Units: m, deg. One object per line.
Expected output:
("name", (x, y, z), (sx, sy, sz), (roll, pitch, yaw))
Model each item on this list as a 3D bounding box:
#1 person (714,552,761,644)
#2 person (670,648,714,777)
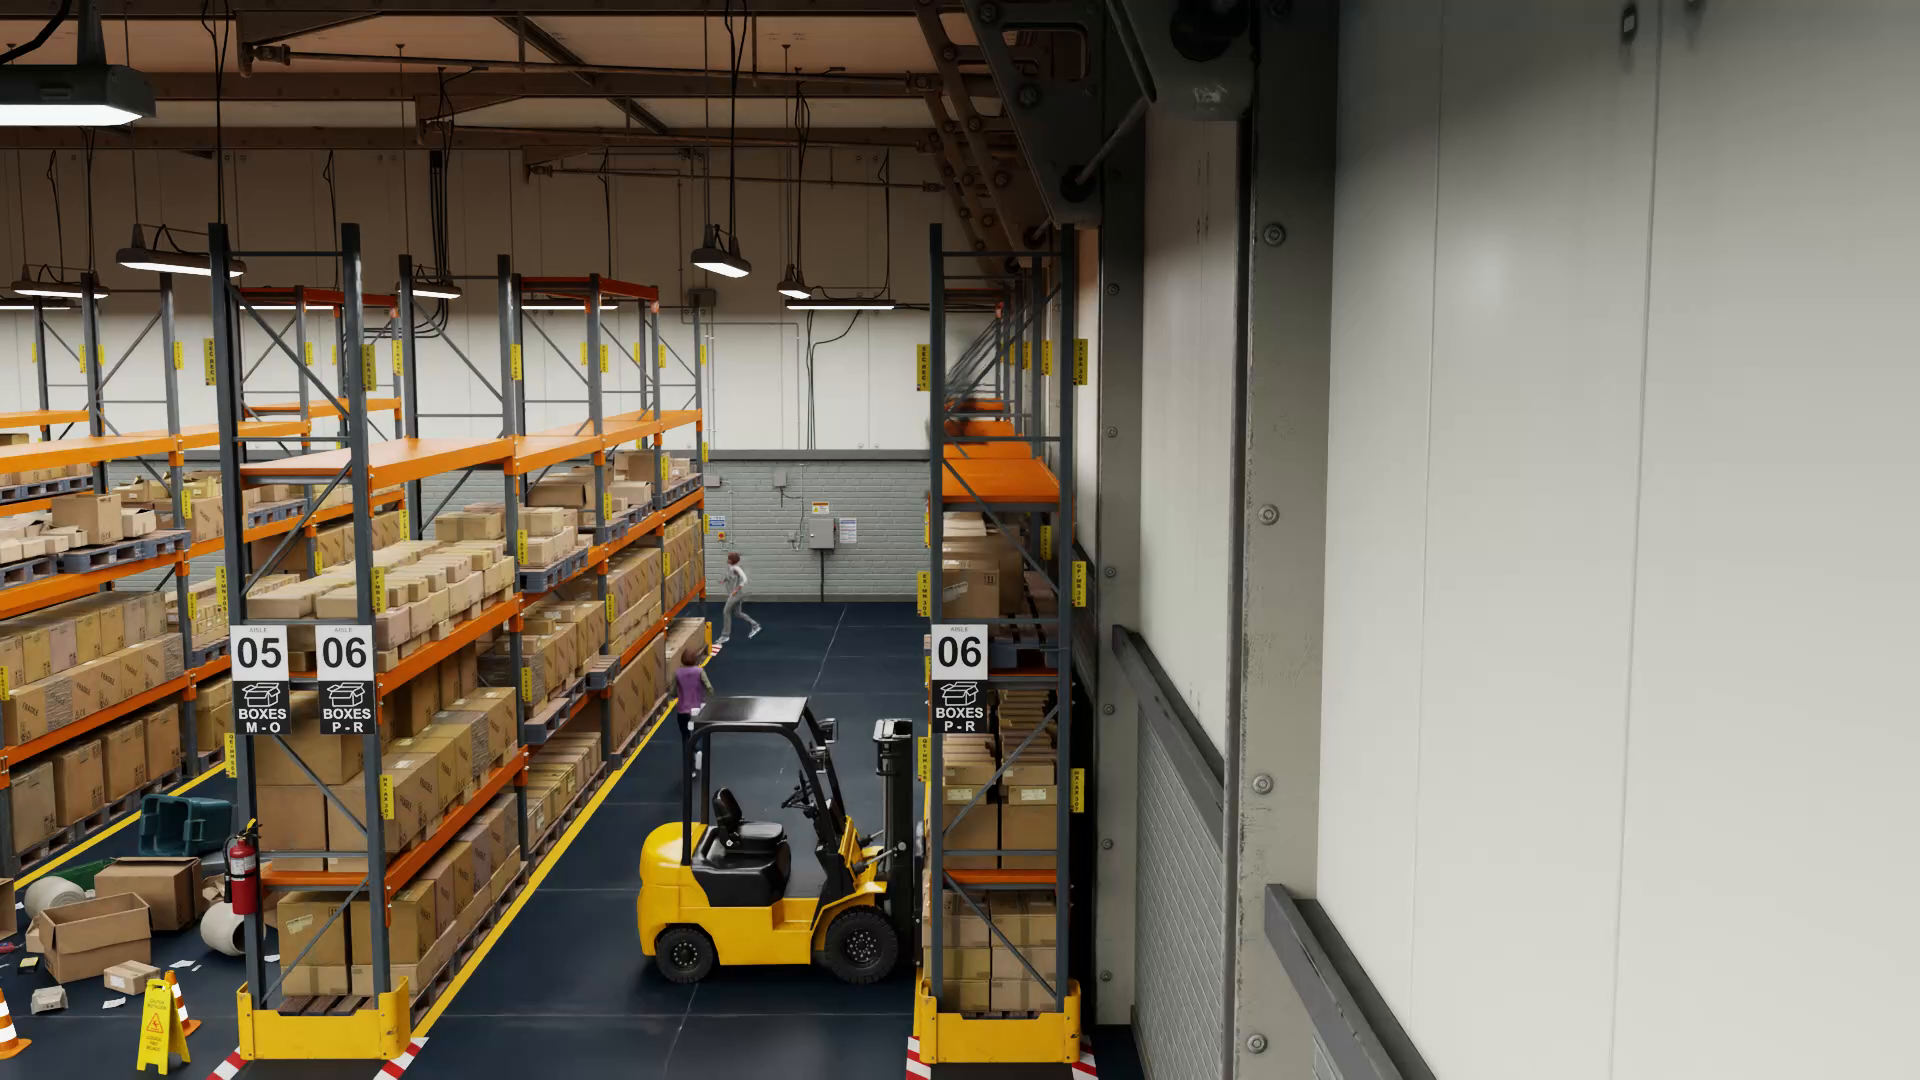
("person", (-3.883, 0.993, 28.993), (0.820, 1.609, 0.526), (-1, 7, -7))
("person", (-3.228, 2.059, 20.045), (0.523, 1.562, 0.536), (-1, 7, -8))
